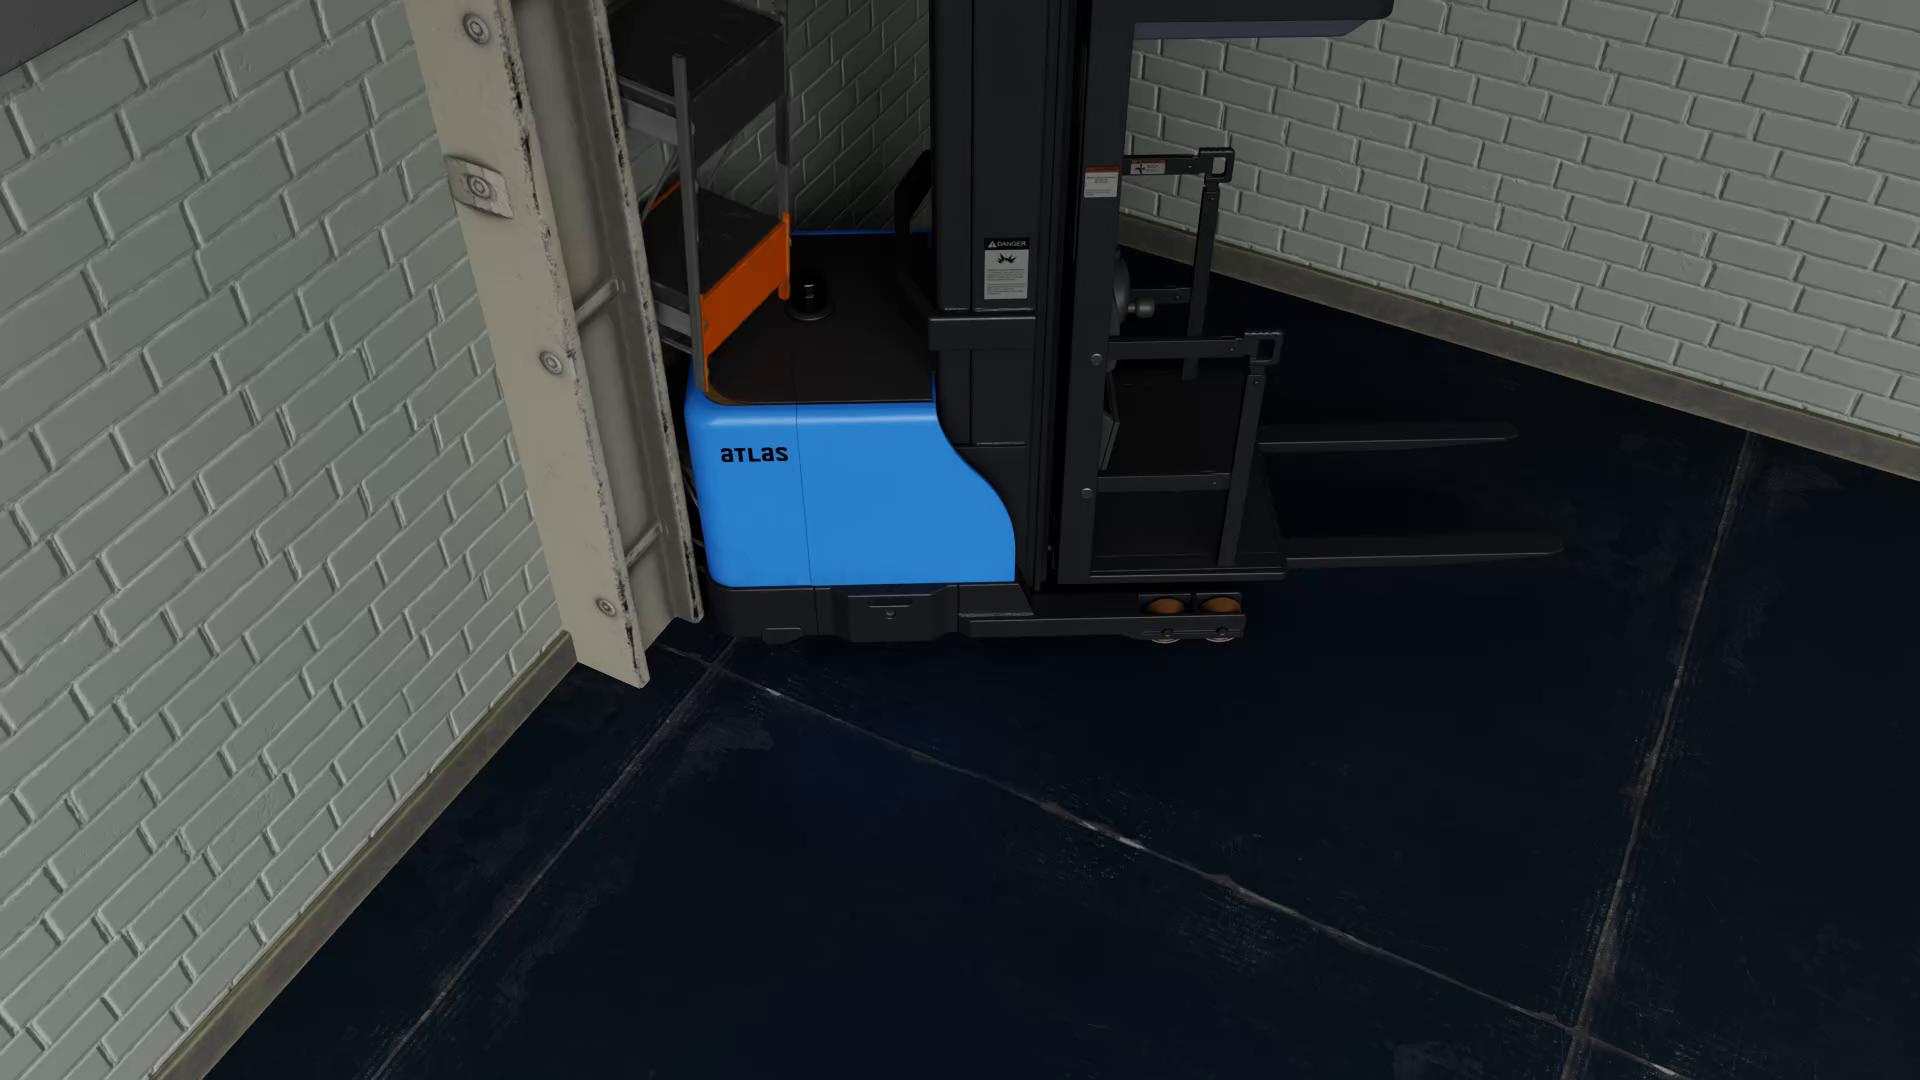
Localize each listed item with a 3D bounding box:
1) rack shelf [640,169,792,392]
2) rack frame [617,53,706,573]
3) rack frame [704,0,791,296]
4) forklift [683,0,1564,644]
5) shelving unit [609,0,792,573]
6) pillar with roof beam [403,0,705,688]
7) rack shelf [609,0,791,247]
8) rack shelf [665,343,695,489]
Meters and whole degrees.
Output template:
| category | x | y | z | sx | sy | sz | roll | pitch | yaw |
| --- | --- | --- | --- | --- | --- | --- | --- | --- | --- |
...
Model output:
| category | x | y | z | sx | sy | sz | roll | pitch | yaw |
| --- | --- | --- | --- | --- | --- | --- | --- | --- | --- |
| rack shelf | -0.846 | -0.785 | 5.311 | 0.431 | 0.518 | 0.480 | 25 | 51 | 16 |
| rack frame | -0.962 | -0.639 | 5.154 | 0.400 | 2.100 | 0.015 | 25 | 51 | 16 |
| rack frame | -0.728 | -0.950 | 5.448 | 0.400 | 2.100 | 0.015 | 25 | 51 | 16 |
| forklift | 0.623 | -1.044 | 5.221 | 3.031 | 2.935 | 1.130 | -1 | 45 | -1 |
| shelving unit | -0.845 | -0.794 | 5.301 | 0.431 | 2.100 | 0.503 | 25 | 51 | 16 |
| pillar with roof beam | 2.669 | -1.403 | 1.310 | 9.100 | 9.000 | 0.400 | 20 | 49 | 19 |
| rack shelf | -0.798 | -1.246 | 4.786 | 0.431 | 0.518 | 0.480 | 25 | 51 | 16 |
| rack shelf | -0.894 | -0.325 | 5.836 | 0.431 | 0.518 | 0.480 | 25 | 51 | 16 |
